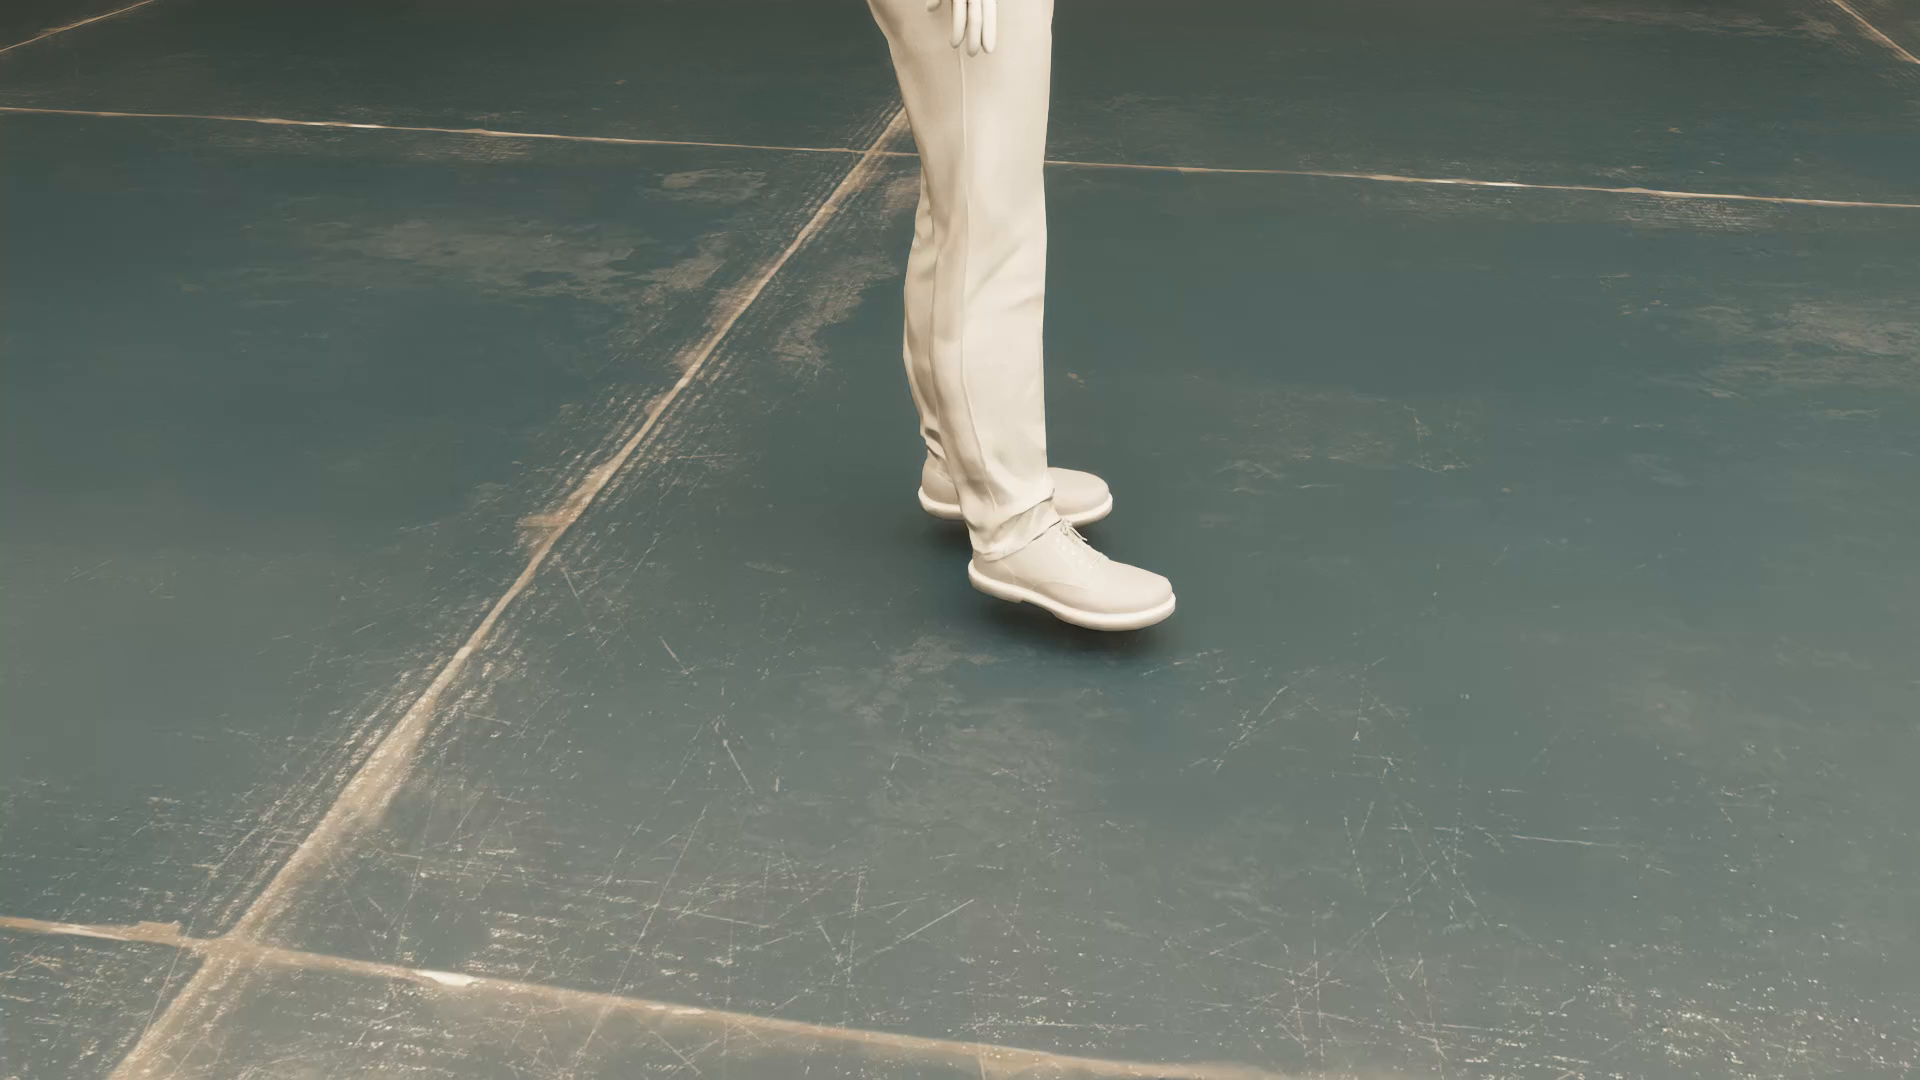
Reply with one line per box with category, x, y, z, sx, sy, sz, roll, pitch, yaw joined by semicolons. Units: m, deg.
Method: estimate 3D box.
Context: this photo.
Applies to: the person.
person;0.067;-0.773;2.049;0.530;1.694;0.586;5;29;9
